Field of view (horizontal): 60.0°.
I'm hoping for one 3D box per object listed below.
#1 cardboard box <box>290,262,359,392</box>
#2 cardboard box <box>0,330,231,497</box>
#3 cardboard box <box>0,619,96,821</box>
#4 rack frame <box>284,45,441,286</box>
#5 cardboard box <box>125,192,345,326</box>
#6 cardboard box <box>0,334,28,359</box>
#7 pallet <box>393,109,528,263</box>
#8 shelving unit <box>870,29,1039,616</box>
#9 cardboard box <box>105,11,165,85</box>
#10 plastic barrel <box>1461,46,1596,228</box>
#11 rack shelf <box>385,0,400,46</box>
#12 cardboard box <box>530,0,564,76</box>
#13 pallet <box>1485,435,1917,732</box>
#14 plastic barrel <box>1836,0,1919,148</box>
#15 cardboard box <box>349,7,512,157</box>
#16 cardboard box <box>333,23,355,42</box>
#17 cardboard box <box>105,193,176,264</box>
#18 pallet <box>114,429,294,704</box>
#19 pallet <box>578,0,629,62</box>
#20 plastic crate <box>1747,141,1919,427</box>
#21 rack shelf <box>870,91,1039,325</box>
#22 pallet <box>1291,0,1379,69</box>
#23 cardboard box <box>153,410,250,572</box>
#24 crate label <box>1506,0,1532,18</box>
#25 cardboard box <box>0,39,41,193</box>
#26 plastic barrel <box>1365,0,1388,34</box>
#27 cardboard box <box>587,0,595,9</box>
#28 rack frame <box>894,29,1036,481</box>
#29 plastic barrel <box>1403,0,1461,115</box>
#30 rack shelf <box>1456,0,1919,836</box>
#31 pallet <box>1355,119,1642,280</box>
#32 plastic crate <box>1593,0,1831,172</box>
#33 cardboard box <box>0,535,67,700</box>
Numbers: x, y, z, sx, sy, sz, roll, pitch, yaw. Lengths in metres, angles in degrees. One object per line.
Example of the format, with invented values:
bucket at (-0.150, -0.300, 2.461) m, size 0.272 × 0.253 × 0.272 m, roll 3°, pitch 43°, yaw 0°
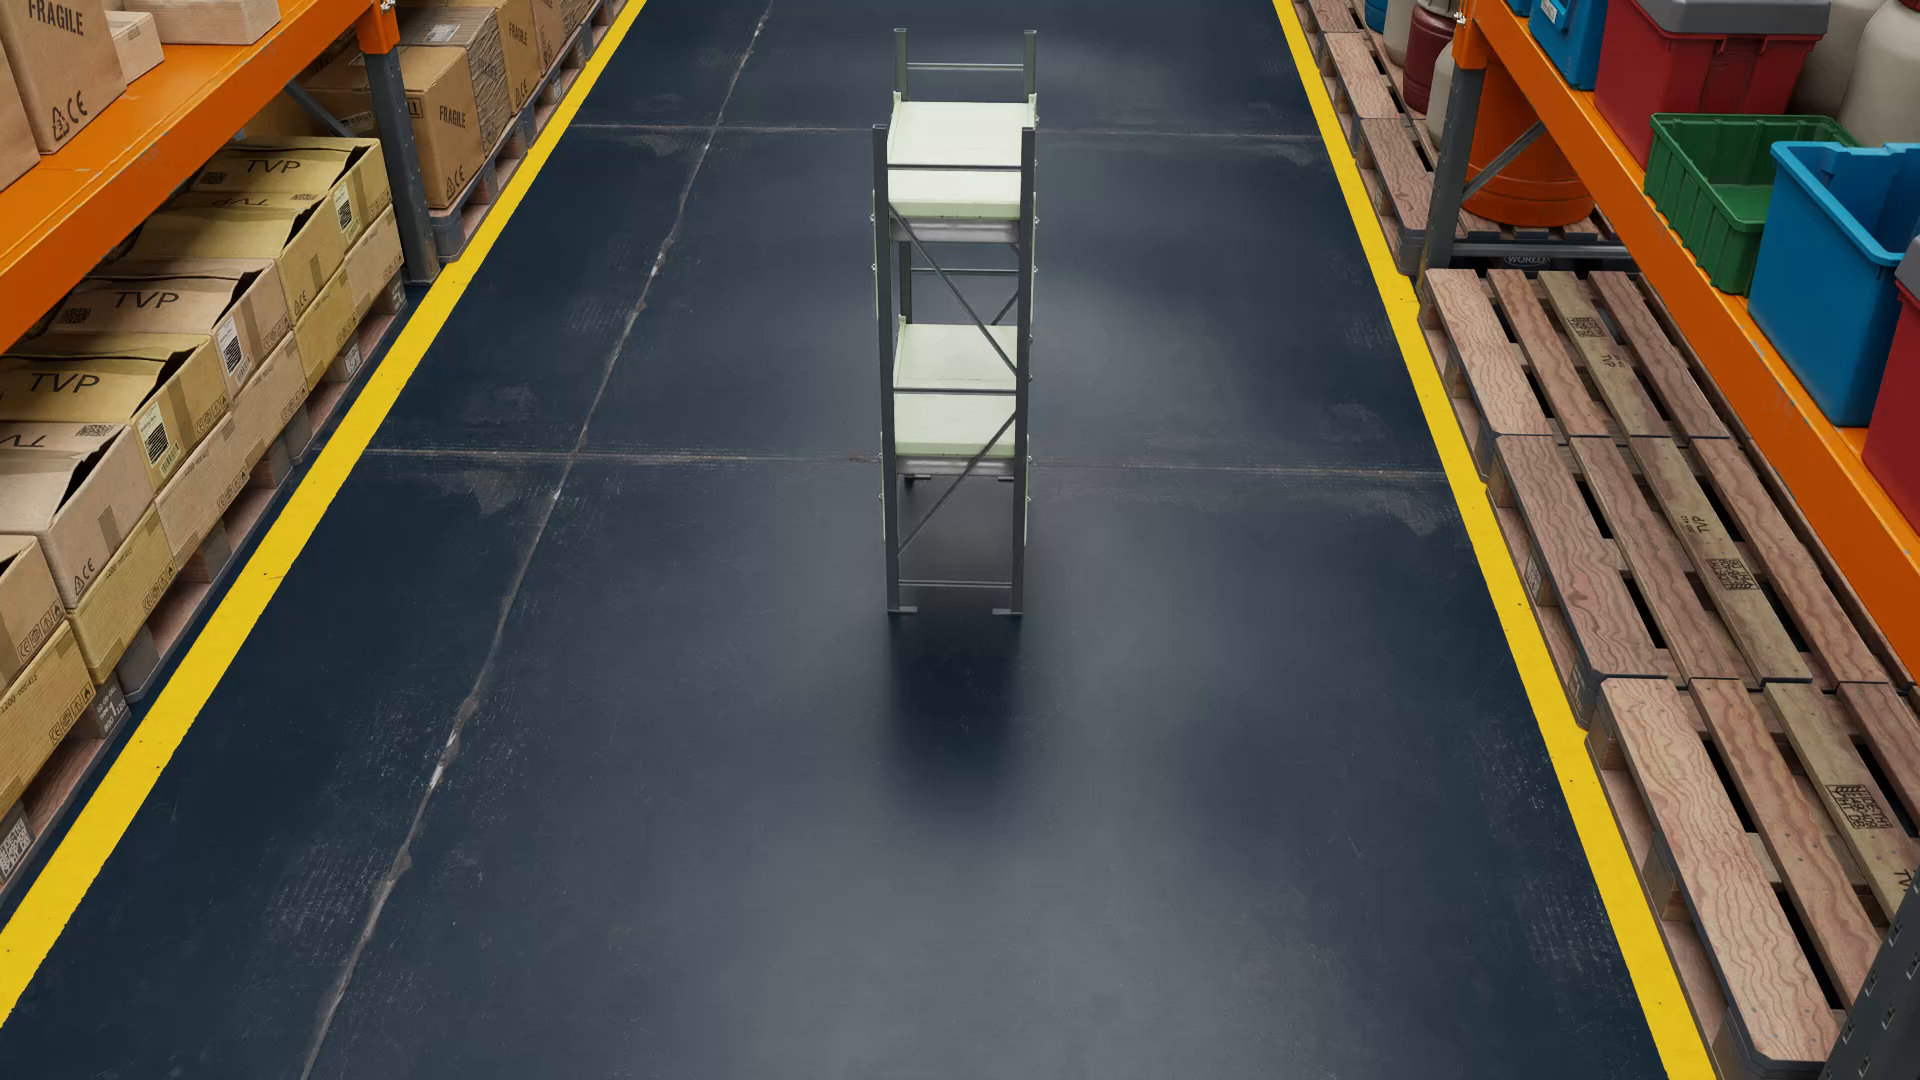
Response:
cardboard box at (-2.421, -0.743, 5.724) m, size 0.500 × 0.250 × 0.500 m, roll 1°, pitch 35°, yaw 1°
cardboard box at (-2.461, -0.393, 4.739) m, size 0.500 × 0.311 × 0.500 m, roll 2°, pitch 35°, yaw 3°
cardboard box at (-2.501, 0.432, 4.053) m, size 0.500 × 0.250 × 0.500 m, roll 2°, pitch 35°, yaw 3°
rack frame at (-2.626, -2.300, 5.914) m, size 1.000 × 3.000 × 0.127 m, roll 1°, pitch 35°, yaw 2°
cardboard box at (-2.416, -0.971, 5.561) m, size 0.500 × 0.311 × 0.500 m, roll 1°, pitch 35°, yaw 1°
cardboard box at (-2.996, -0.392, 4.737) m, size 0.500 × 0.311 × 0.500 m, roll 1°, pitch 35°, yaw 1°
pallet at (-2.558, -1.587, 7.325) m, size 1.003 × 0.211 × 1.213 m, roll 1°, pitch 35°, yaw 2°
shelving unit at (0.000, -0.610, 4.813) m, size 0.431 × 1.500 × 0.755 m, roll 1°, pitch 35°, yaw 2°
cardboard box at (-2.621, -1.463, 4.942) m, size 0.380 × 0.149 × 0.250 m, roll 4°, pitch 35°, yaw 5°
plastic barrel at (2.326, -1.749, 6.652) m, size 0.600 × 0.830 × 0.708 m, roll 1°, pitch 35°, yaw 2°
rack shelf at (-2.546, -3.155, 7.756) m, size 1.077 × 0.370 × 4.000 m, roll 1°, pitch 35°, yaw 2°
cardboard box at (-2.266, -2.601, 8.134) m, size 0.500 × 0.500 × 0.500 m, roll 0°, pitch 35°, yaw 0°
pallet at (2.201, 0.101, 4.923) m, size 1.003 × 0.211 × 1.213 m, roll 1°, pitch 35°, yaw 2°
plastic barrel at (2.467, -1.156, 4.167) m, size 0.433 × 0.535 × 0.433 m, roll 0°, pitch 35°, yaw 0°
cardboard box at (-2.307, -2.013, 7.297) m, size 0.500 × 0.500 × 0.500 m, roll 0°, pitch 35°, yaw 0°
cardboard box at (-2.825, -2.339, 7.109) m, size 0.500 × 0.250 × 0.500 m, roll 3°, pitch 35°, yaw 4°
cardboard box at (-2.953, -0.980, 5.574) m, size 0.500 × 0.311 × 0.500 m, roll 1°, pitch 35°, yaw 1°
pallet at (-2.750, 0.012, 5.049) m, size 1.003 × 0.211 × 1.213 m, roll 1°, pitch 35°, yaw 2°
pallet at (-2.460, -2.989, 9.319) m, size 1.003 × 0.211 × 1.213 m, roll 1°, pitch 35°, yaw 2°
plastic crate at (1.896, -0.520, 3.395) m, size 0.392 × 0.384 × 0.575 m, roll 1°, pitch 35°, yaw 2°
rack shelf at (0.000, -0.929, 4.589) m, size 0.431 × 0.370 × 0.720 m, roll 1°, pitch 35°, yaw 2°
pallet at (2.411, -2.898, 9.190) m, size 1.003 × 0.211 × 1.213 m, roll 1°, pitch 35°, yaw 2°
cardboard box at (-2.462, -0.158, 4.892) m, size 0.500 × 0.250 × 0.500 m, roll 2°, pitch 35°, yaw 3°
crate label at (1.932, -1.881, 5.464) m, size 0.303 × 0.233 × 0.416 m, roll 1°, pitch 35°, yaw 2°
cardboard box at (-2.698, -1.074, 4.082) m, size 0.500 × 0.500 × 0.500 m, roll 1°, pitch 35°, yaw 2°
plastic barrel at (2.416, -3.076, 8.477) m, size 0.600 × 0.901 × 0.708 m, roll 1°, pitch 35°, yaw 2°
cardboard box at (-2.227, -3.181, 8.959) m, size 0.500 × 0.500 × 0.500 m, roll 1°, pitch 35°, yaw 2°
rack frame at (0.014, -0.820, 5.113) m, size 0.400 × 1.500 × 0.023 m, roll 1°, pitch 35°, yaw 2°
plastic barrel at (2.371, -2.299, 7.644) m, size 0.600 × 0.588 × 0.708 m, roll 1°, pitch 35°, yaw 2°
rack shelf at (2.243, -0.740, 4.320) m, size 1.077 × 0.370 × 4.000 m, roll 1°, pitch 35°, yaw 2°
pallet at (2.313, -1.496, 7.196) m, size 1.003 × 0.211 × 1.213 m, roll 1°, pitch 35°, yaw 2°
plastic crate at (1.952, -1.288, 4.419) m, size 0.402 × 0.464 × 0.583 m, roll 1°, pitch 35°, yaw 2°
cardboard box at (-2.496, 0.203, 3.891) m, size 0.500 × 0.311 × 0.500 m, roll 1°, pitch 35°, yaw 1°
